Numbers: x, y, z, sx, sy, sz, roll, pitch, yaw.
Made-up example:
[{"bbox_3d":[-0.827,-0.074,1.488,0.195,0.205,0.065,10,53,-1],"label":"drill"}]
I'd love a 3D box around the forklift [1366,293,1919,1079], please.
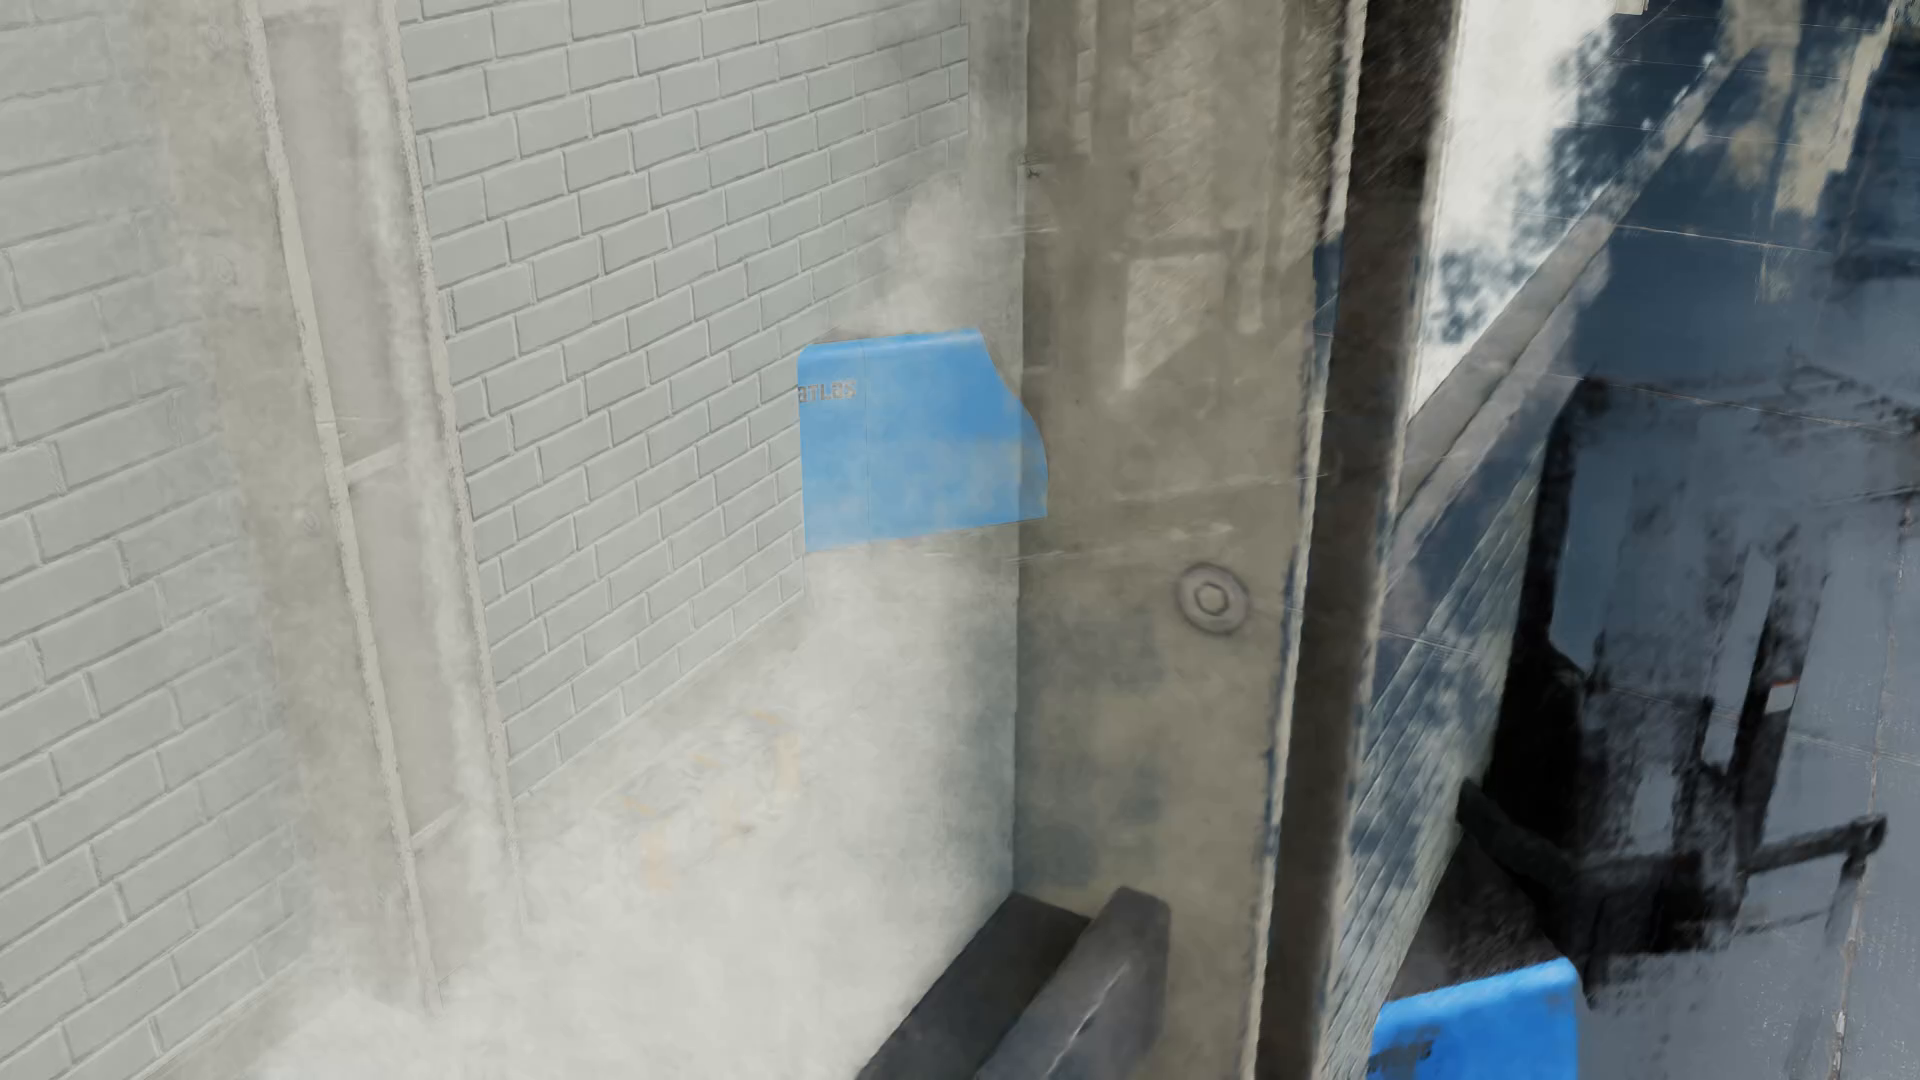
[{"bbox_3d":[0.591,-1.400,6.273,3.031,2.935,1.130,-9,28,-17],"label":"forklift"}]

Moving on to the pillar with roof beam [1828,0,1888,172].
[{"bbox_3d":[11.200,-8.960,14.596,9.100,9.000,0.400,14,30,26],"label":"pillar with roof beam"}]

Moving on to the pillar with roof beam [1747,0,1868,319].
[{"bbox_3d":[8.248,-6.622,9.925,9.100,9.000,0.400,14,30,26],"label":"pillar with roof beam"}]

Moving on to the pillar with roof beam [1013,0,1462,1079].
[{"bbox_3d":[2.345,-1.945,0.583,9.100,9.000,0.400,14,30,26],"label":"pillar with roof beam"}]

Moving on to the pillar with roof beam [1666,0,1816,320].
[{"bbox_3d":[5.296,-4.283,5.254,9.100,9.000,0.400,14,30,26],"label":"pillar with roof beam"}]
